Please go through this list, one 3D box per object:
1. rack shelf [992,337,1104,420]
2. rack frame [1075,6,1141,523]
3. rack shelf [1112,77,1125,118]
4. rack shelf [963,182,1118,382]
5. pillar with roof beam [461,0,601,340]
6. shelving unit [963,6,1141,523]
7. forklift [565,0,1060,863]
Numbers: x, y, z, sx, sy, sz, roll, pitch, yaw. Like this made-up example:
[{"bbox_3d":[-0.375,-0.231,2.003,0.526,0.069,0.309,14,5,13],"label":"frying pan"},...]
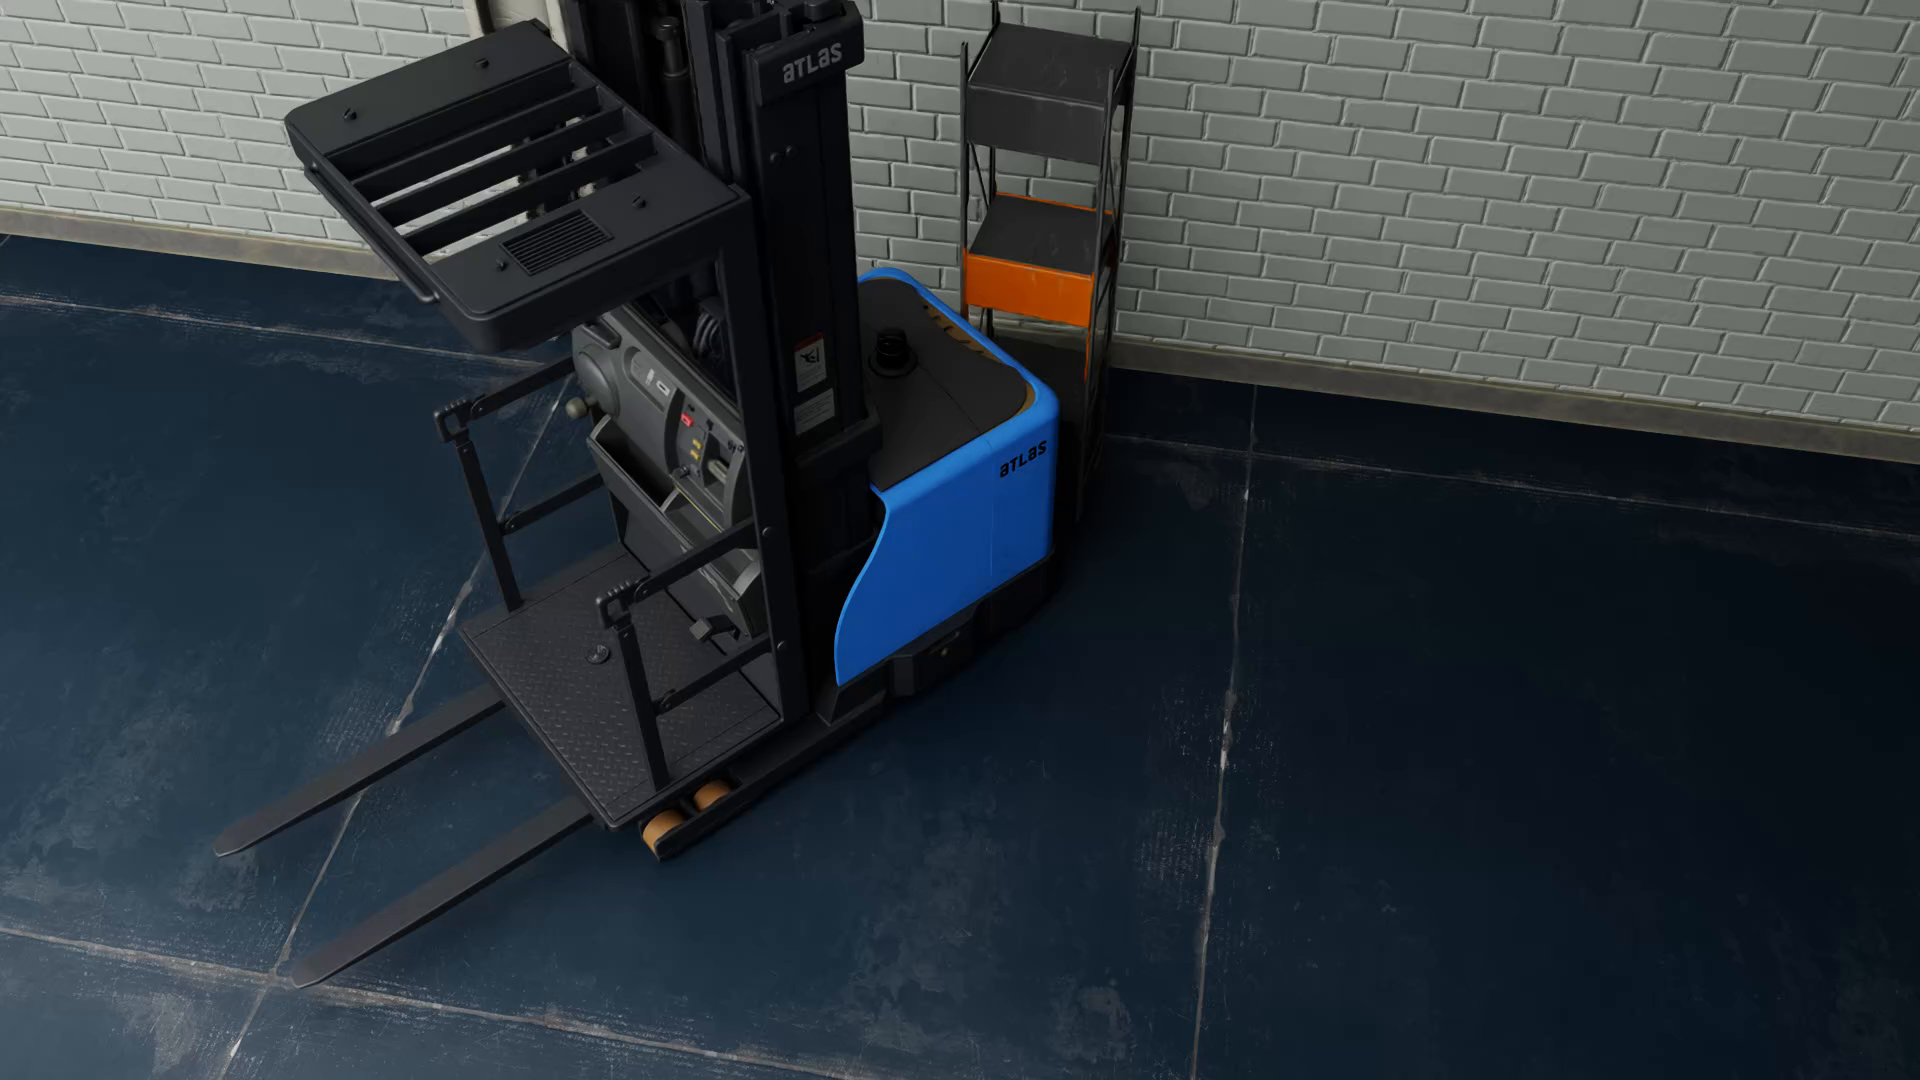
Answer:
[{"bbox_3d":[0.300,-0.583,6.609,0.457,0.174,0.368,13,49,11],"label":"rack shelf"},{"bbox_3d":[0.534,-0.916,6.133,0.015,2.100,0.400,13,49,11],"label":"rack frame"},{"bbox_3d":[0.300,-1.494,5.595,0.442,0.100,0.332,13,49,11],"label":"rack shelf"},{"bbox_3d":[0.300,-0.959,6.190,0.480,0.518,0.431,13,49,11],"label":"rack shelf"},{"bbox_3d":[-2.431,-0.854,1.439,0.400,9.000,9.100,8,49,7],"label":"pillar with roof beam"},{"bbox_3d":[0.306,-0.967,6.179,0.492,2.100,0.431,13,49,11],"label":"shelving unit"},{"bbox_3d":[-1.099,-0.338,5.055,3.031,2.935,1.130,-31,55,-25],"label":"forklift"}]
